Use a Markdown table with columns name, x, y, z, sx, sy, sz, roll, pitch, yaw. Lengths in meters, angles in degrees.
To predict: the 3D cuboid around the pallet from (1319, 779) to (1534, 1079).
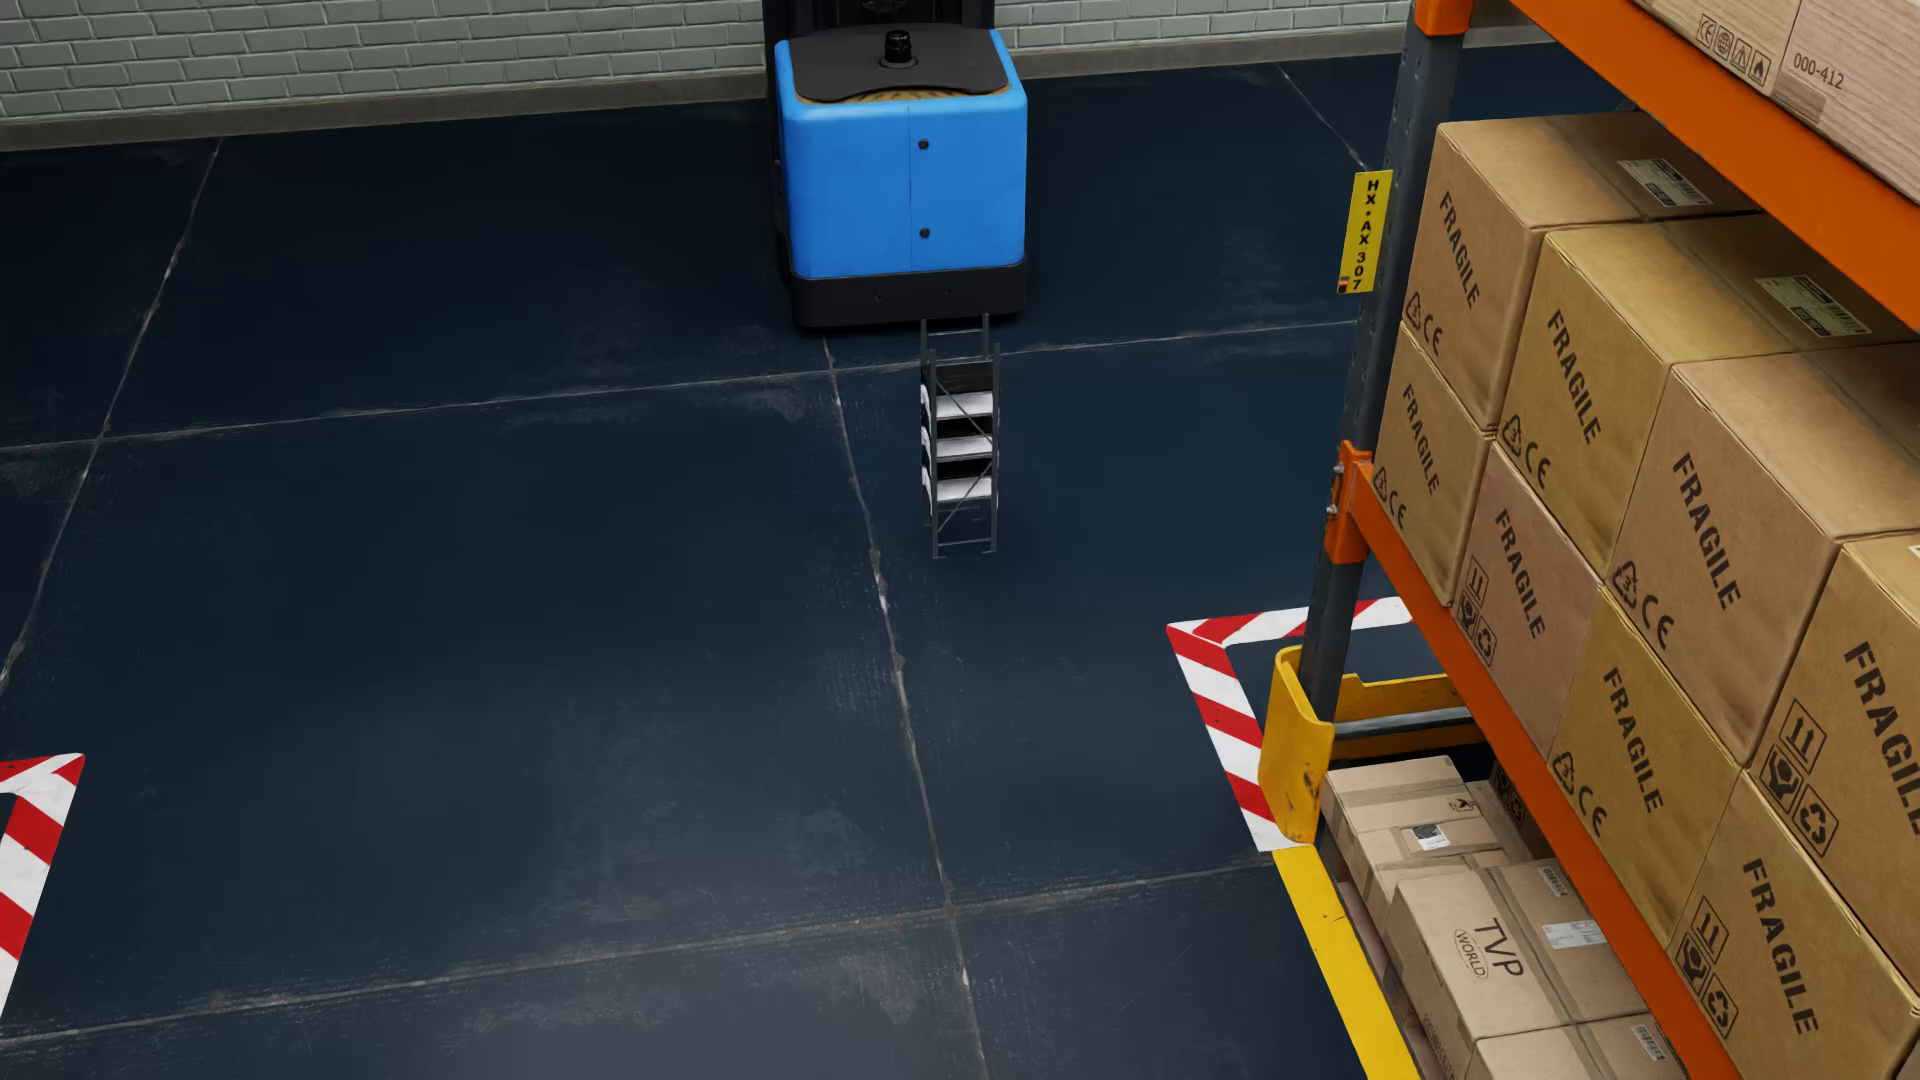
| name | x | y | z | sx | sy | sz | roll | pitch | yaw |
| --- | --- | --- | --- | --- | --- | --- | --- | --- | --- |
| pallet | 1.680 | 1.163 | 4.582 | 1.003 | 0.211 | 1.213 | -6 | 38 | -8 |

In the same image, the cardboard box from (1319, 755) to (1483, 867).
| name | x | y | z | sx | sy | sz | roll | pitch | yaw |
| --- | --- | --- | --- | --- | --- | --- | --- | --- | --- |
| cardboard box | 1.261 | 0.776 | 4.771 | 0.380 | 0.149 | 0.250 | -6 | 38 | -8 |

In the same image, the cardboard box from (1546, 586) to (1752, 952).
| name | x | y | z | sx | sy | sz | roll | pitch | yaw |
| --- | --- | --- | --- | --- | --- | --- | --- | --- | --- |
| cardboard box | 1.525 | 0.405 | 3.202 | 0.500 | 0.500 | 0.500 | -6 | 38 | -8 |

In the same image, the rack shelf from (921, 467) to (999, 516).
| name | x | y | z | sx | sy | sz | roll | pitch | yaw |
| --- | --- | --- | --- | --- | --- | --- | --- | --- | --- |
| rack shelf | -0.001 | -0.192 | 6.111 | 0.258 | 0.077 | 0.200 | -6 | 38 | -8 |

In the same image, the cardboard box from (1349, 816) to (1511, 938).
| name | x | y | z | sx | sy | sz | roll | pitch | yaw |
| --- | --- | --- | --- | --- | --- | --- | --- | --- | --- |
| cardboard box | 1.305 | 0.920 | 4.572 | 0.380 | 0.166 | 0.250 | -6 | 38 | -8 |

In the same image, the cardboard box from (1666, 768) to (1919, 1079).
| name | x | y | z | sx | sy | sz | roll | pitch | yaw |
| --- | --- | --- | --- | --- | --- | --- | --- | --- | --- |
| cardboard box | 1.611 | 0.708 | 2.813 | 0.500 | 0.500 | 0.500 | -6 | 38 | -7 |

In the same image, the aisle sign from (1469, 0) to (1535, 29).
| name | x | y | z | sx | sy | sz | roll | pitch | yaw |
| --- | --- | --- | --- | --- | --- | --- | --- | --- | --- |
| aisle sign | 1.225 | -1.502 | 3.620 | 0.394 | 0.787 | 0.004 | -6 | 38 | -8 |

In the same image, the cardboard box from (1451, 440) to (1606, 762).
| name | x | y | z | sx | sy | sz | roll | pitch | yaw |
| --- | --- | --- | --- | --- | --- | --- | --- | --- | --- |
| cardboard box | 1.440 | 0.102 | 3.592 | 0.500 | 0.500 | 0.500 | -7 | 38 | -8 |

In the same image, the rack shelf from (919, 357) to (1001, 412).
| name | x | y | z | sx | sy | sz | roll | pitch | yaw |
| --- | --- | --- | --- | --- | --- | --- | --- | --- | --- |
| rack shelf | -0.001 | -0.547 | 5.835 | 0.258 | 0.077 | 0.200 | -6 | 38 | -8 |

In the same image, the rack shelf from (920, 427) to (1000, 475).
| name | x | y | z | sx | sy | sz | roll | pitch | yaw |
| --- | --- | --- | --- | --- | --- | --- | --- | --- | --- |
| rack shelf | -0.001 | -0.334 | 6.001 | 0.258 | 0.077 | 0.200 | -6 | 38 | -8 |

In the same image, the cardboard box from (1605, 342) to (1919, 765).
| name | x | y | z | sx | sy | sz | roll | pitch | yaw |
| --- | --- | --- | --- | --- | --- | --- | --- | --- | --- |
| cardboard box | 1.526 | 0.014 | 2.891 | 0.500 | 0.500 | 0.500 | -6 | 38 | -7 |

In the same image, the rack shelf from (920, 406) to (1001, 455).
| name | x | y | z | sx | sy | sz | roll | pitch | yaw |
| --- | --- | --- | --- | --- | --- | --- | --- | --- | --- |
| rack shelf | -0.001 | -0.405 | 5.945 | 0.258 | 0.077 | 0.200 | -6 | 38 | -8 |

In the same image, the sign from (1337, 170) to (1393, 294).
| name | x | y | z | sx | sy | sz | roll | pitch | yaw |
| --- | --- | --- | --- | --- | --- | --- | --- | --- | --- |
| sign | 0.991 | -0.749 | 4.064 | 0.100 | 0.325 | 0.005 | -6 | 38 | -8 |

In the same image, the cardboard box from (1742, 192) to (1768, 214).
| name | x | y | z | sx | sy | sz | roll | pitch | yaw |
| --- | --- | --- | --- | --- | --- | --- | --- | --- | --- |
| cardboard box | 1.874 | -0.661 | 3.759 | 0.500 | 0.500 | 0.500 | -7 | 38 | -8 |

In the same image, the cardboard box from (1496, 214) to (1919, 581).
| name | x | y | z | sx | sy | sz | roll | pitch | yaw |
| --- | --- | --- | --- | --- | --- | --- | --- | --- | --- |
| cardboard box | 1.443 | -0.289 | 3.281 | 0.500 | 0.500 | 0.500 | -6 | 38 | -7 |

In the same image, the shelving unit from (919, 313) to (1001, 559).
| name | x | y | z | sx | sy | sz | roll | pitch | yaw |
| --- | --- | --- | --- | --- | --- | --- | --- | --- | --- |
| shelving unit | -0.001 | -0.360 | 5.980 | 0.258 | 0.900 | 0.210 | -6 | 38 | -8 |

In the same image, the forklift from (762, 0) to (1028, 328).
| name | x | y | z | sx | sy | sz | roll | pitch | yaw |
| --- | --- | --- | --- | --- | --- | --- | --- | --- | --- |
| forklift | -0.416 | -2.993 | 7.714 | 1.130 | 2.935 | 3.031 | -5 | 38 | -6 |

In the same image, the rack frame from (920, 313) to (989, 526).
| name | x | y | z | sx | sy | sz | roll | pitch | yaw |
| --- | --- | --- | --- | --- | --- | --- | --- | --- | --- |
| rack frame | -0.019 | -0.422 | 6.059 | 0.240 | 0.900 | 0.006 | -6 | 38 | -8 |

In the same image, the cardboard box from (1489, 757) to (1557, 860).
| name | x | y | z | sx | sy | sz | roll | pitch | yaw |
| --- | --- | --- | --- | --- | --- | --- | --- | --- | --- |
| cardboard box | 1.863 | 0.649 | 4.648 | 0.500 | 0.500 | 0.500 | -6 | 38 | -8 |

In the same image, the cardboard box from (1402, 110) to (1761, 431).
| name | x | y | z | sx | sy | sz | roll | pitch | yaw |
| --- | --- | --- | --- | --- | --- | --- | --- | --- | --- |
| cardboard box | 1.344 | -0.604 | 3.686 | 0.500 | 0.500 | 0.500 | -5 | 38 | -7 |

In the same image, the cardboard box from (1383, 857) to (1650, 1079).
| name | x | y | z | sx | sy | sz | roll | pitch | yaw |
| --- | --- | --- | --- | --- | --- | --- | --- | --- | --- |
| cardboard box | 1.429 | 1.107 | 4.263 | 0.500 | 0.250 | 0.500 | -6 | 38 | -8 |

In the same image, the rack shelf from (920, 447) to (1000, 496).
| name | x | y | z | sx | sy | sz | roll | pitch | yaw |
| --- | --- | --- | --- | --- | --- | --- | --- | --- | --- |
| rack shelf | -0.001 | -0.263 | 6.056 | 0.258 | 0.077 | 0.200 | -6 | 38 | -8 |

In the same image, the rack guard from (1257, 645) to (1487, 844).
| name | x | y | z | sx | sy | sz | roll | pitch | yaw |
| --- | --- | --- | --- | --- | --- | --- | --- | --- | --- |
| rack guard | 1.539 | 0.567 | 5.113 | 1.175 | 0.500 | 0.348 | -6 | 38 | -8 |

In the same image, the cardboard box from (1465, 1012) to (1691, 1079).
| name | x | y | z | sx | sy | sz | roll | pitch | yaw |
| --- | --- | --- | --- | --- | --- | --- | --- | --- | --- |
| cardboard box | 1.517 | 1.409 | 3.874 | 0.500 | 0.250 | 0.500 | -6 | 38 | -8 |

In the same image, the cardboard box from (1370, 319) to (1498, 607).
| name | x | y | z | sx | sy | sz | roll | pitch | yaw |
| --- | --- | --- | --- | --- | --- | --- | --- | --- | --- |
| cardboard box | 1.344 | -0.209 | 3.993 | 0.500 | 0.500 | 0.500 | -5 | 38 | -7 |

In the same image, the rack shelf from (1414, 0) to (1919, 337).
| name | x | y | z | sx | sy | sz | roll | pitch | yaw |
| --- | --- | --- | --- | --- | --- | --- | --- | --- | --- |
| rack shelf | 1.876 | -0.158 | 2.150 | 1.077 | 0.370 | 4.000 | -6 | 38 | -8 |

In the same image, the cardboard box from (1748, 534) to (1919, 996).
| name | x | y | z | sx | sy | sz | roll | pitch | yaw |
| --- | --- | --- | --- | --- | --- | --- | --- | --- | --- |
| cardboard box | 1.616 | 0.320 | 2.496 | 0.500 | 0.500 | 0.500 | -7 | 38 | -8 |

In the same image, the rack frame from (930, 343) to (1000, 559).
| name | x | y | z | sx | sy | sz | roll | pitch | yaw |
| --- | --- | --- | --- | --- | --- | --- | --- | --- | --- |
| rack frame | 0.016 | -0.299 | 5.901 | 0.240 | 0.900 | 0.006 | -6 | 38 | -8 |

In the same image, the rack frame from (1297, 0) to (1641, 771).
| name | x | y | z | sx | sy | sz | roll | pitch | yaw |
| --- | --- | --- | --- | --- | --- | --- | --- | --- | --- |
| rack frame | 1.526 | -0.466 | 4.405 | 1.000 | 3.000 | 0.127 | -6 | 38 | -8 |

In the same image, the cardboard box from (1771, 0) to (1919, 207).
| name | x | y | z | sx | sy | sz | roll | pitch | yaw |
| --- | --- | --- | --- | --- | --- | --- | --- | --- | --- |
| cardboard box | 1.530 | -0.648 | 2.317 | 0.500 | 0.250 | 0.500 | -6 | 38 | -8 |

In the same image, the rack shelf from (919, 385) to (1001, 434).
| name | x | y | z | sx | sy | sz | roll | pitch | yaw |
| --- | --- | --- | --- | --- | --- | --- | --- | --- | --- |
| rack shelf | -0.001 | -0.476 | 5.890 | 0.258 | 0.077 | 0.200 | -6 | 38 | -8 |

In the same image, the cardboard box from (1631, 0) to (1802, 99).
| name | x | y | z | sx | sy | sz | roll | pitch | yaw |
| --- | --- | --- | --- | --- | --- | --- | --- | --- | --- |
| cardboard box | 1.440 | -0.950 | 2.705 | 0.500 | 0.250 | 0.500 | -6 | 38 | -8 |

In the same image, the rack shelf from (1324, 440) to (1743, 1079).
| name | x | y | z | sx | sy | sz | roll | pitch | yaw |
| --- | --- | --- | --- | --- | --- | --- | --- | --- | --- |
| rack shelf | 1.876 | 1.026 | 3.071 | 1.077 | 0.370 | 4.000 | -6 | 38 | -8 |
